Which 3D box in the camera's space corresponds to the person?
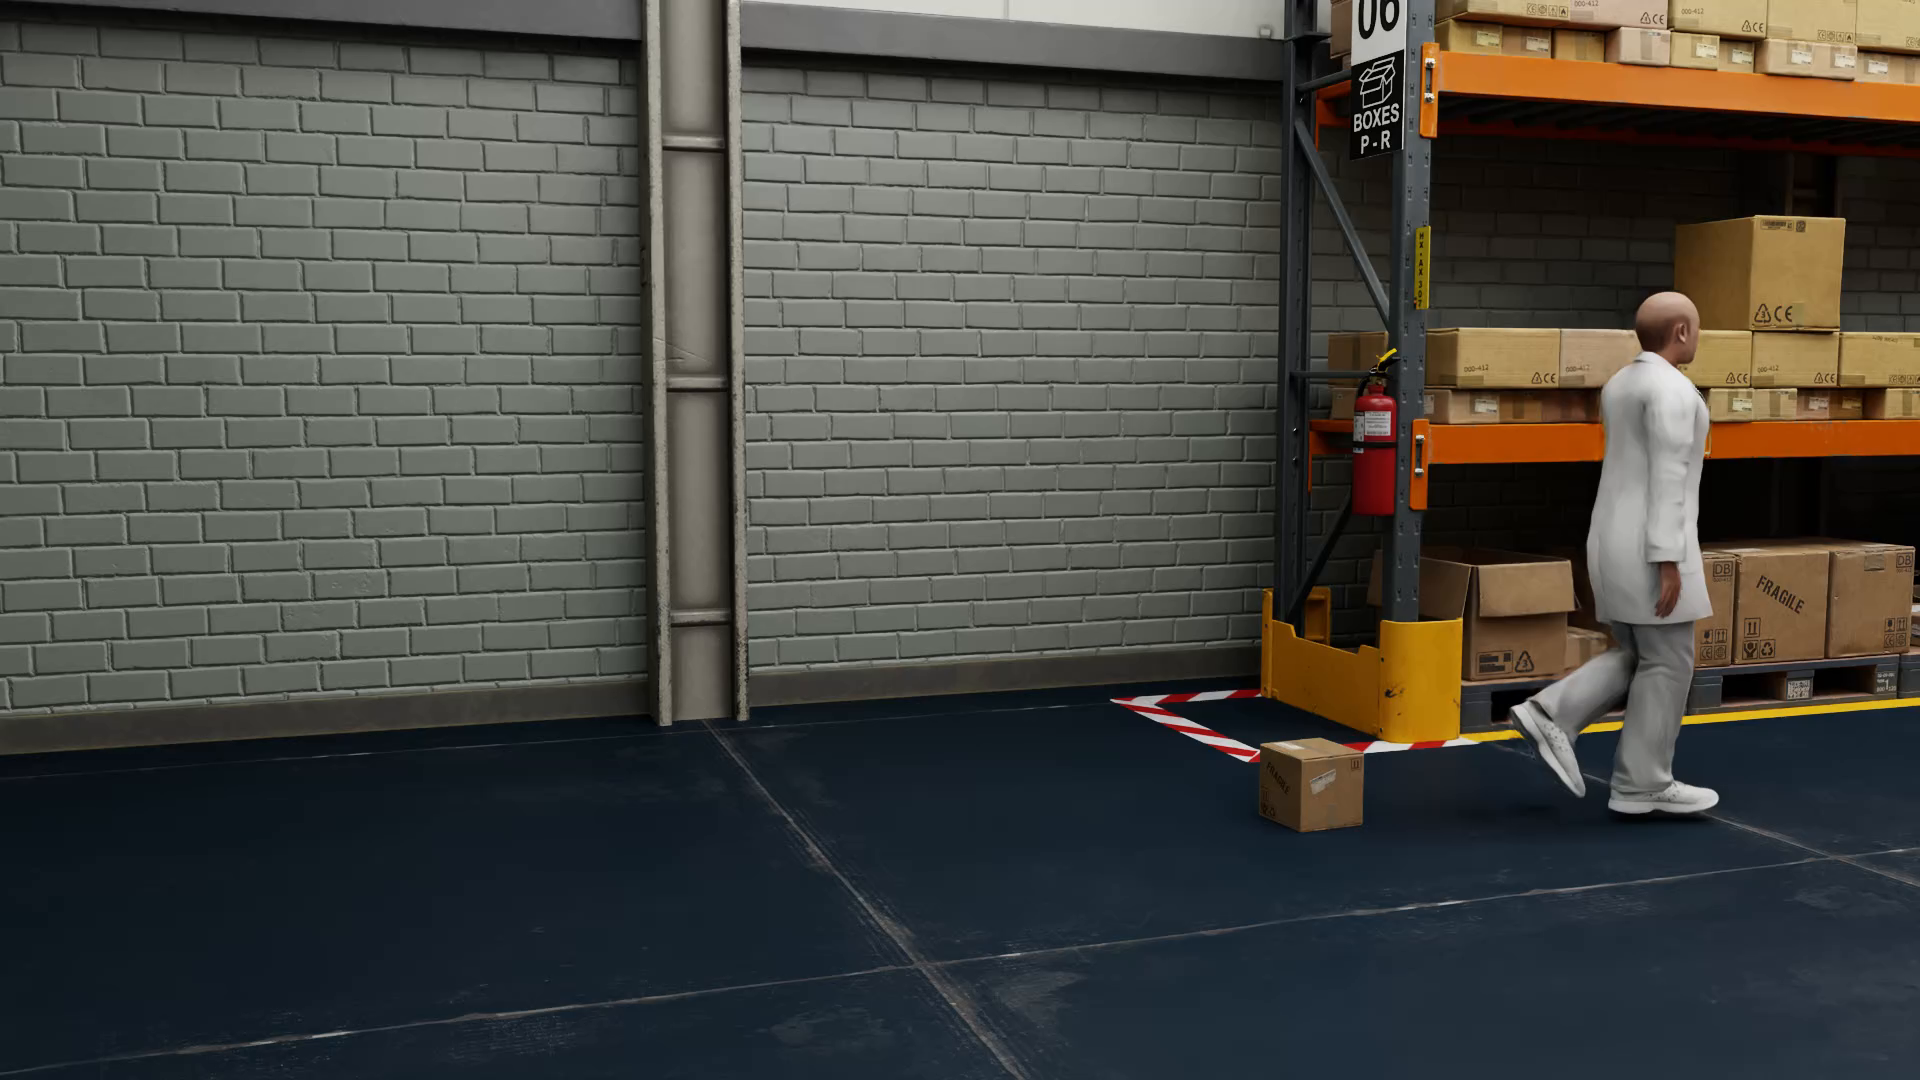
[{"bbox_3d":[2.237,0.040,5.675,0.694,1.758,0.616,0,6,2],"label":"person"}]
